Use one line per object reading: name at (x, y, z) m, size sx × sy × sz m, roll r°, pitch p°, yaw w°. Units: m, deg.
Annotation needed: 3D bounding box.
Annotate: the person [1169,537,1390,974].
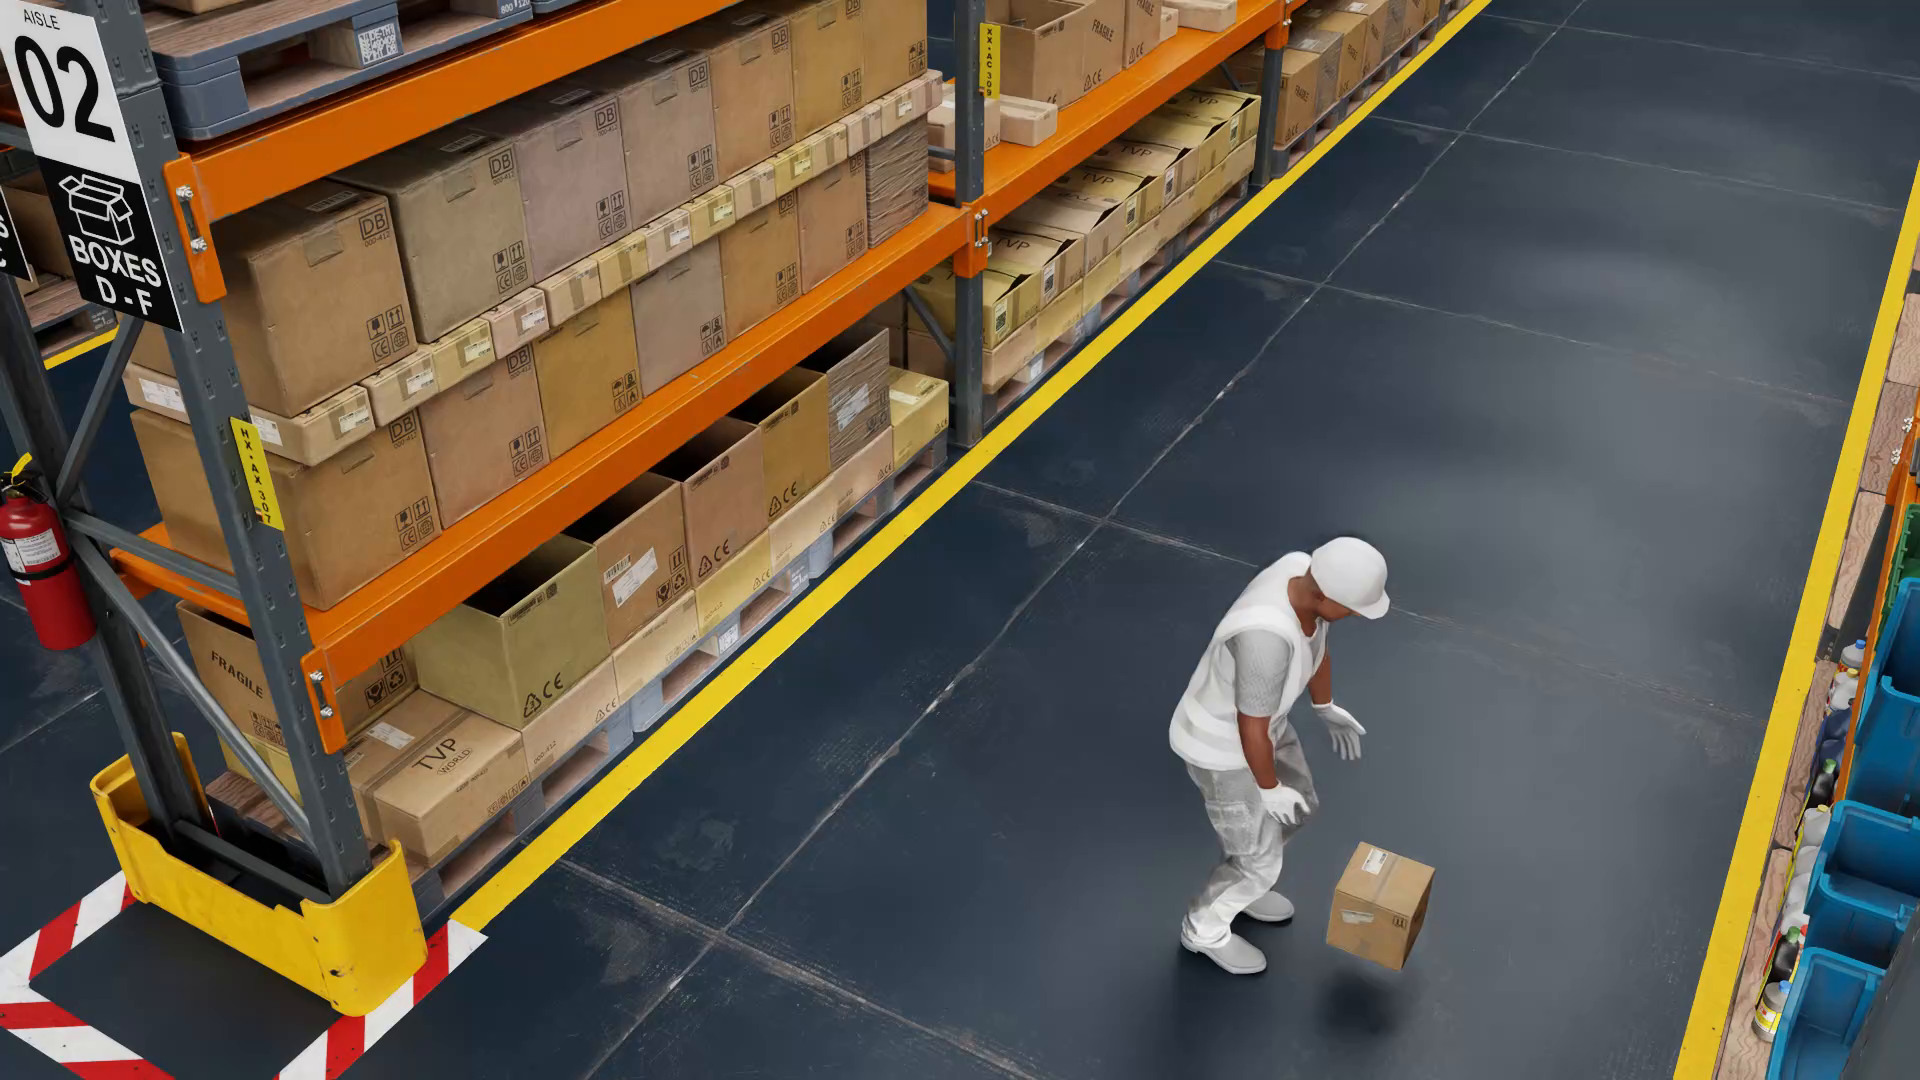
person at (0.986, 0.640, 5.297) m, size 0.584 × 1.644 × 0.594 m, roll 18°, pitch 38°, yaw 25°
